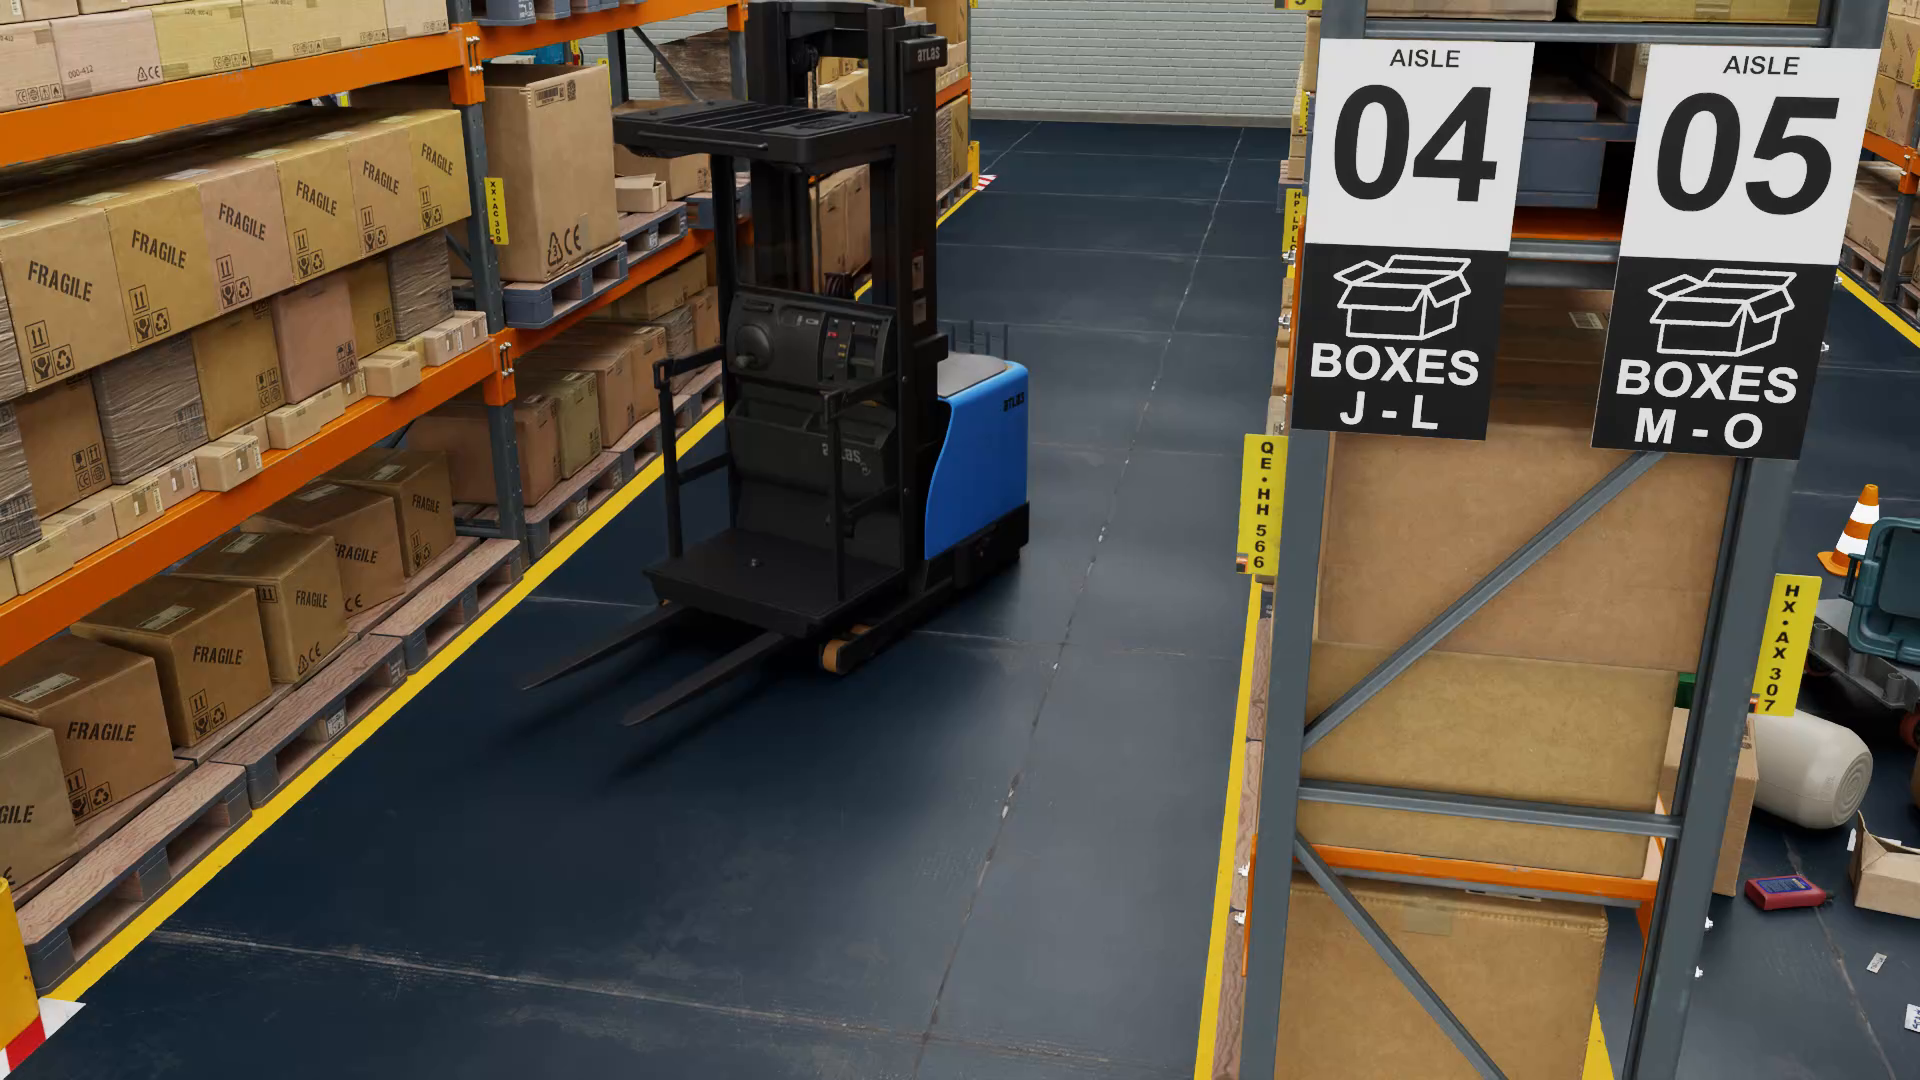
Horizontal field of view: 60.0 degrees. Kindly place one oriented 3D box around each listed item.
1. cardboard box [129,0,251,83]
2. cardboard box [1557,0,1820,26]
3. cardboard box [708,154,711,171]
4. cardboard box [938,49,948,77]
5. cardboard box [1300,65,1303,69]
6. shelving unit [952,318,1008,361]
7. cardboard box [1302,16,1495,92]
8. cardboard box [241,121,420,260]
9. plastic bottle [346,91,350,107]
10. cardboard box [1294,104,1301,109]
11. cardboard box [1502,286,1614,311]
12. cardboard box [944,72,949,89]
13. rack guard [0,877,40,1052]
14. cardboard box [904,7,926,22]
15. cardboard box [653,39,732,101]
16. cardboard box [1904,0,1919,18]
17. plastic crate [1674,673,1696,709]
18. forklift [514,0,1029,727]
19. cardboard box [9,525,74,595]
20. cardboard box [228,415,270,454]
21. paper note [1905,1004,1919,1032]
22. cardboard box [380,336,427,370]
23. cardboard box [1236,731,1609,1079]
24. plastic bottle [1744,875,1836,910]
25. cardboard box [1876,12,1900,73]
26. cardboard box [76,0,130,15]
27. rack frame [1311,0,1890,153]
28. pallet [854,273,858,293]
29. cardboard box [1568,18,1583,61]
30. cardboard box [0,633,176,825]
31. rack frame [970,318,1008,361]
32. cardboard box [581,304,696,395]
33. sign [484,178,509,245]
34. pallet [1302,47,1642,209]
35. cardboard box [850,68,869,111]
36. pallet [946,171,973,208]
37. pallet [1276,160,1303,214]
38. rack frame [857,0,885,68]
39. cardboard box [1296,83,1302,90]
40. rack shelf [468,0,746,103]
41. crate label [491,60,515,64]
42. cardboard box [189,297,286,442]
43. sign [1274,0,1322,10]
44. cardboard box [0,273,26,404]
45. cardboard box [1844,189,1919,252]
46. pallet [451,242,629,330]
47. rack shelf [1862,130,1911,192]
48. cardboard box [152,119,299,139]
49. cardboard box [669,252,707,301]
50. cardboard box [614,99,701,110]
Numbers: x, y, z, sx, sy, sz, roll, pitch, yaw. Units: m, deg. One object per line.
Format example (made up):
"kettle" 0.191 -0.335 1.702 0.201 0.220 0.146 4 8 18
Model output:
"cardboard box" -2.983 -1.836 6.082 0.500 0.250 0.500 5 22 13
"cardboard box" 1.545 -1.239 3.507 0.500 0.250 0.500 4 22 11
"cardboard box" -1.642 -2.926 12.469 0.500 0.500 0.500 5 22 12
"cardboard box" -0.421 -5.147 17.922 0.500 0.250 0.500 4 22 9
"cardboard box" 3.063 -3.913 14.032 0.380 0.149 0.250 5 22 12
"shelving unit" 0.108 -0.616 9.276 0.258 1.200 0.189 13 26 30
"cardboard box" 0.931 -1.045 3.558 0.380 0.149 0.250 4 22 11
"cardboard box" -2.747 -1.539 7.289 0.500 0.500 0.500 4 22 11
"plastic bottle" -5.878 -4.203 15.940 0.152 0.276 0.135 4 22 11
"cardboard box" 2.533 -2.967 11.684 0.380 0.149 0.250 4 22 10
"cardboard box" 1.578 -0.487 4.902 0.875 0.550 0.550 4 22 11
"cardboard box" -0.332 -5.003 18.096 0.380 0.149 0.250 4 22 10
"rack guard" -3.624 1.335 5.369 1.175 0.500 0.348 4 22 11
"cardboard box" -0.633 -5.127 16.868 0.500 0.500 0.500 4 22 9
"cardboard box" -1.842 -3.500 12.553 0.797 0.503 0.637 5 23 13
"cardboard box" 8.516 -4.650 14.544 0.380 0.149 0.250 4 22 10
"plastic crate" 3.259 0.597 7.544 0.450 0.188 0.662 7 21 42
"forklift" -0.836 -0.929 7.737 1.130 2.935 3.031 13 26 30
"cardboard box" -3.213 0.054 5.541 0.380 0.149 0.250 4 22 11
"cardboard box" -3.026 -0.409 6.690 0.380 0.149 0.250 4 22 11
"paper note" 3.169 1.568 5.422 0.144 0.017 0.142 13 25 29
"cardboard box" -2.750 -0.864 7.821 0.380 0.149 0.250 4 22 11
"cardboard box" 1.269 1.156 4.749 0.875 0.875 0.875 5 22 11
"plastic bottle" 3.037 1.286 6.079 0.283 0.061 0.133 -3 22 -8
"cardboard box" 8.543 -4.505 15.053 0.500 0.500 0.500 5 22 12
"cardboard box" -3.058 -1.859 5.607 0.380 0.149 0.250 3 22 8
"rack frame" 1.195 -2.164 2.682 1.000 3.000 0.127 4 22 11
"pallet" -1.521 -2.156 14.425 1.003 0.211 1.213 4 22 11
"cardboard box" 1.733 -1.276 4.132 0.380 0.149 0.250 5 22 11
"cardboard box" -3.407 0.720 6.335 0.500 0.500 0.500 11 24 25
"rack frame" 0.157 -0.645 9.348 0.240 1.200 0.006 13 26 30
"cardboard box" -2.225 -1.316 11.364 0.700 0.500 0.500 3 22 6
"sign" -2.291 -1.622 8.208 0.100 0.325 0.005 4 22 11
"pallet" 1.337 -1.004 3.934 1.003 0.211 1.213 4 22 11
"cardboard box" -1.019 -4.040 15.235 0.500 0.500 0.500 5 22 11
"pallet" -0.461 -4.056 19.142 1.003 0.211 1.213 4 22 11
"pallet" 2.869 -2.487 11.770 1.213 0.211 1.003 4 22 11
"rack frame" -1.191 -4.185 15.730 1.000 3.000 0.127 4 22 11
"cardboard box" 2.799 -3.443 12.866 0.380 0.149 0.250 5 23 13
"rack shelf" -2.415 -3.049 9.856 1.077 0.370 4.000 4 22 11
"crate label" -5.319 -5.410 19.045 0.396 0.136 0.243 4 22 11
"cardboard box" -3.258 -0.733 6.628 0.875 0.500 0.500 4 22 11
"sign" 0.667 -1.193 3.207 0.100 0.325 0.005 4 22 11
"cardboard box" -3.261 -0.625 5.020 0.500 0.500 0.500 4 22 11
"cardboard box" 8.926 -2.985 15.617 0.875 0.438 0.875 4 22 9
"pallet" -2.525 -1.439 9.168 1.003 0.211 1.213 4 22 11
"rack shelf" 8.919 -3.827 15.805 1.077 0.370 4.000 4 22 11
"cardboard box" -3.265 -1.579 7.390 0.500 0.500 0.500 4 22 11
"cardboard box" -2.114 -1.867 11.728 0.500 0.250 0.500 5 23 13
"cardboard box" -2.078 -2.763 11.503 0.500 0.500 0.500 2 22 4
